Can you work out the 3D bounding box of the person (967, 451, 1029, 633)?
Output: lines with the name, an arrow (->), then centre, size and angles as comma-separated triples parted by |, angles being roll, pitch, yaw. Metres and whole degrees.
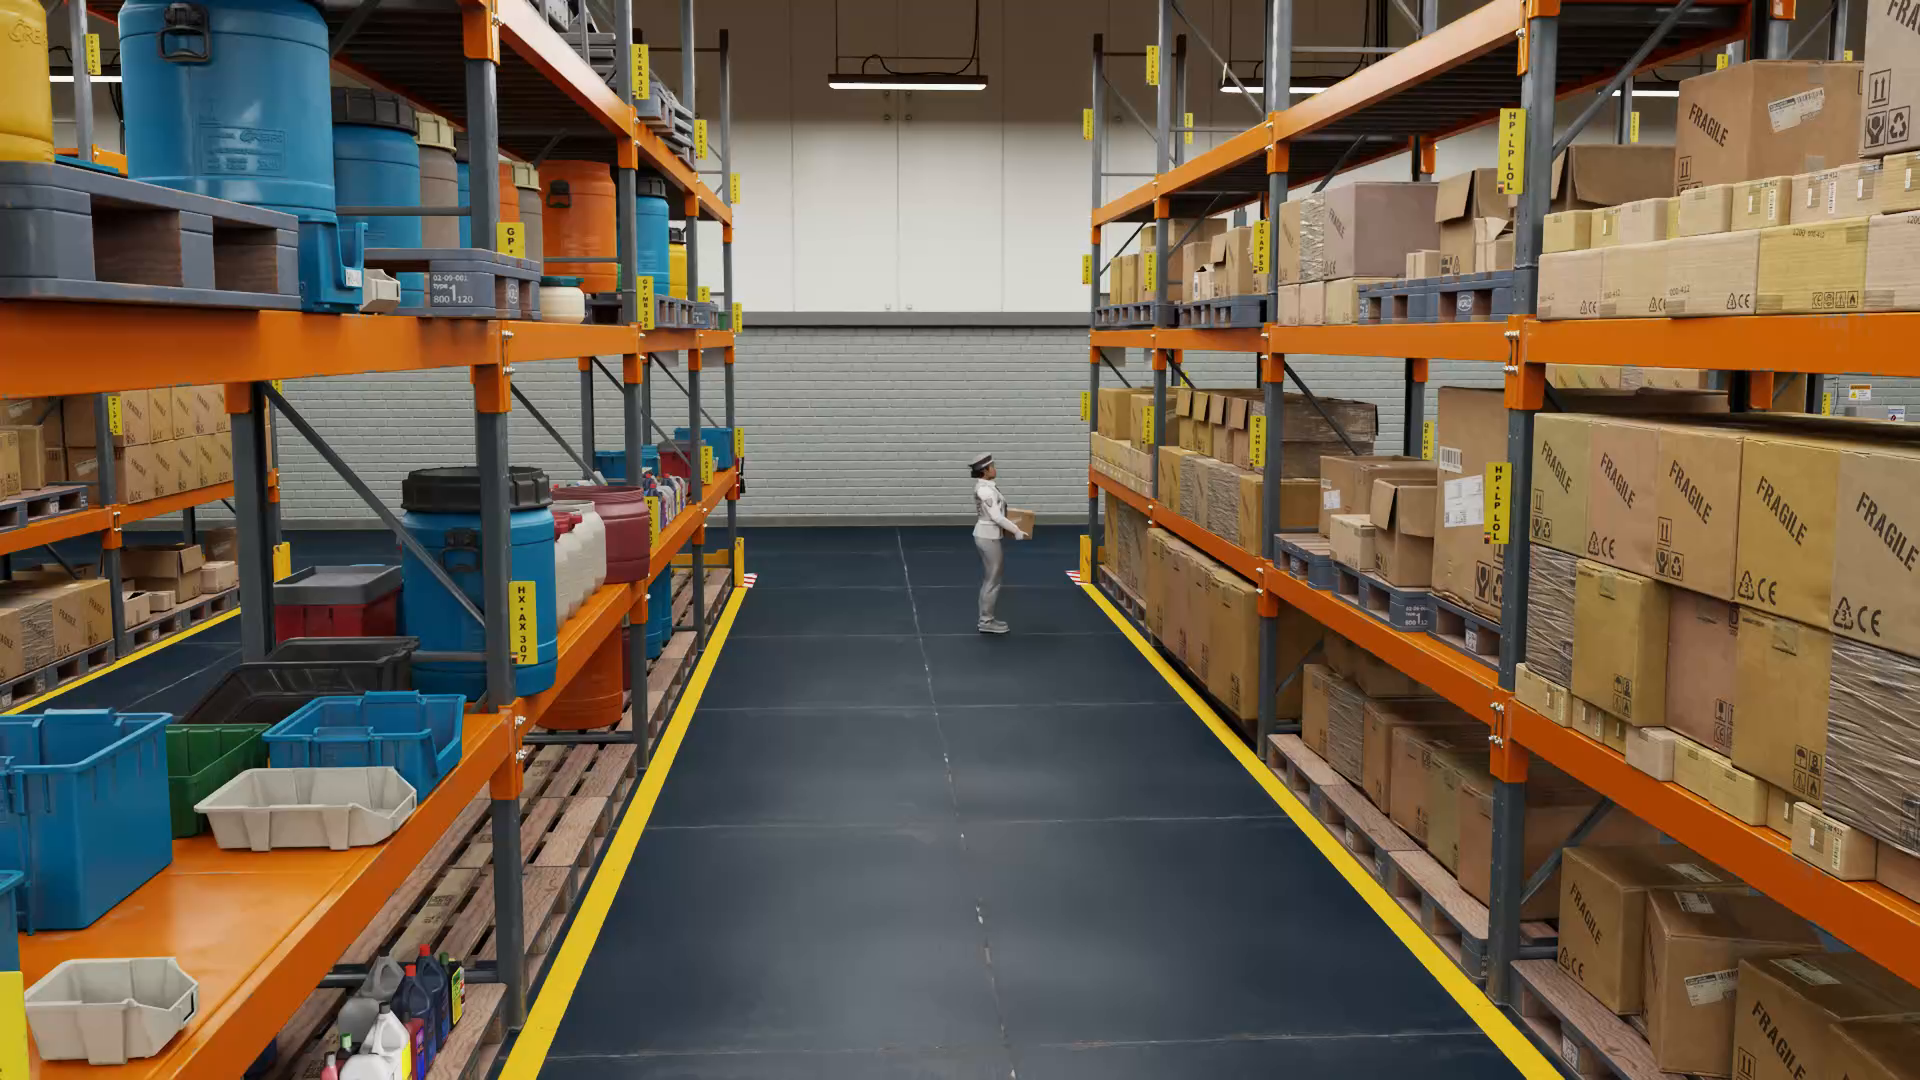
person -> 0.349, 0.011, 15.554 | 0.564, 1.686, 0.460 | 0, 7, -3
